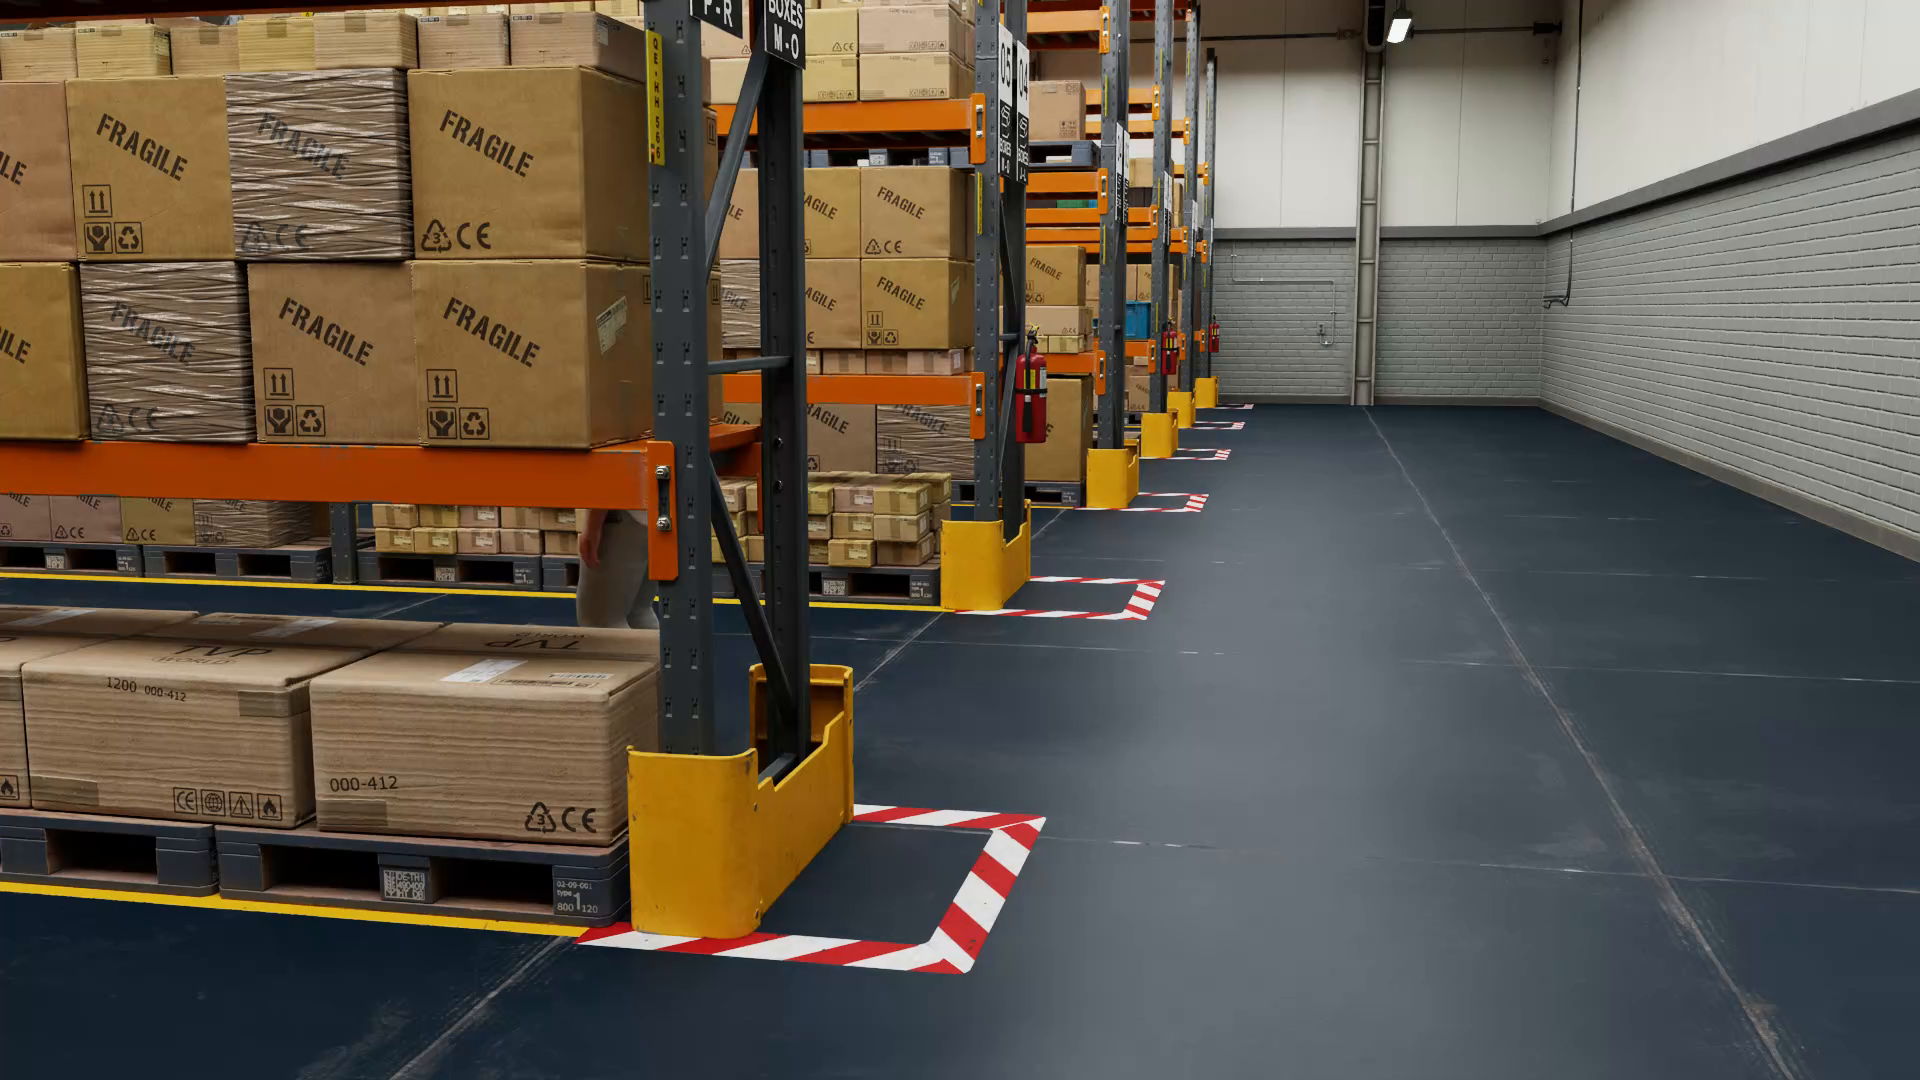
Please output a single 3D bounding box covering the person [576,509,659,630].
[{"bbox_3d":[-1.292,-0.083,6.389,0.440,1.745,0.602,1,8,7],"label":"person"}]
